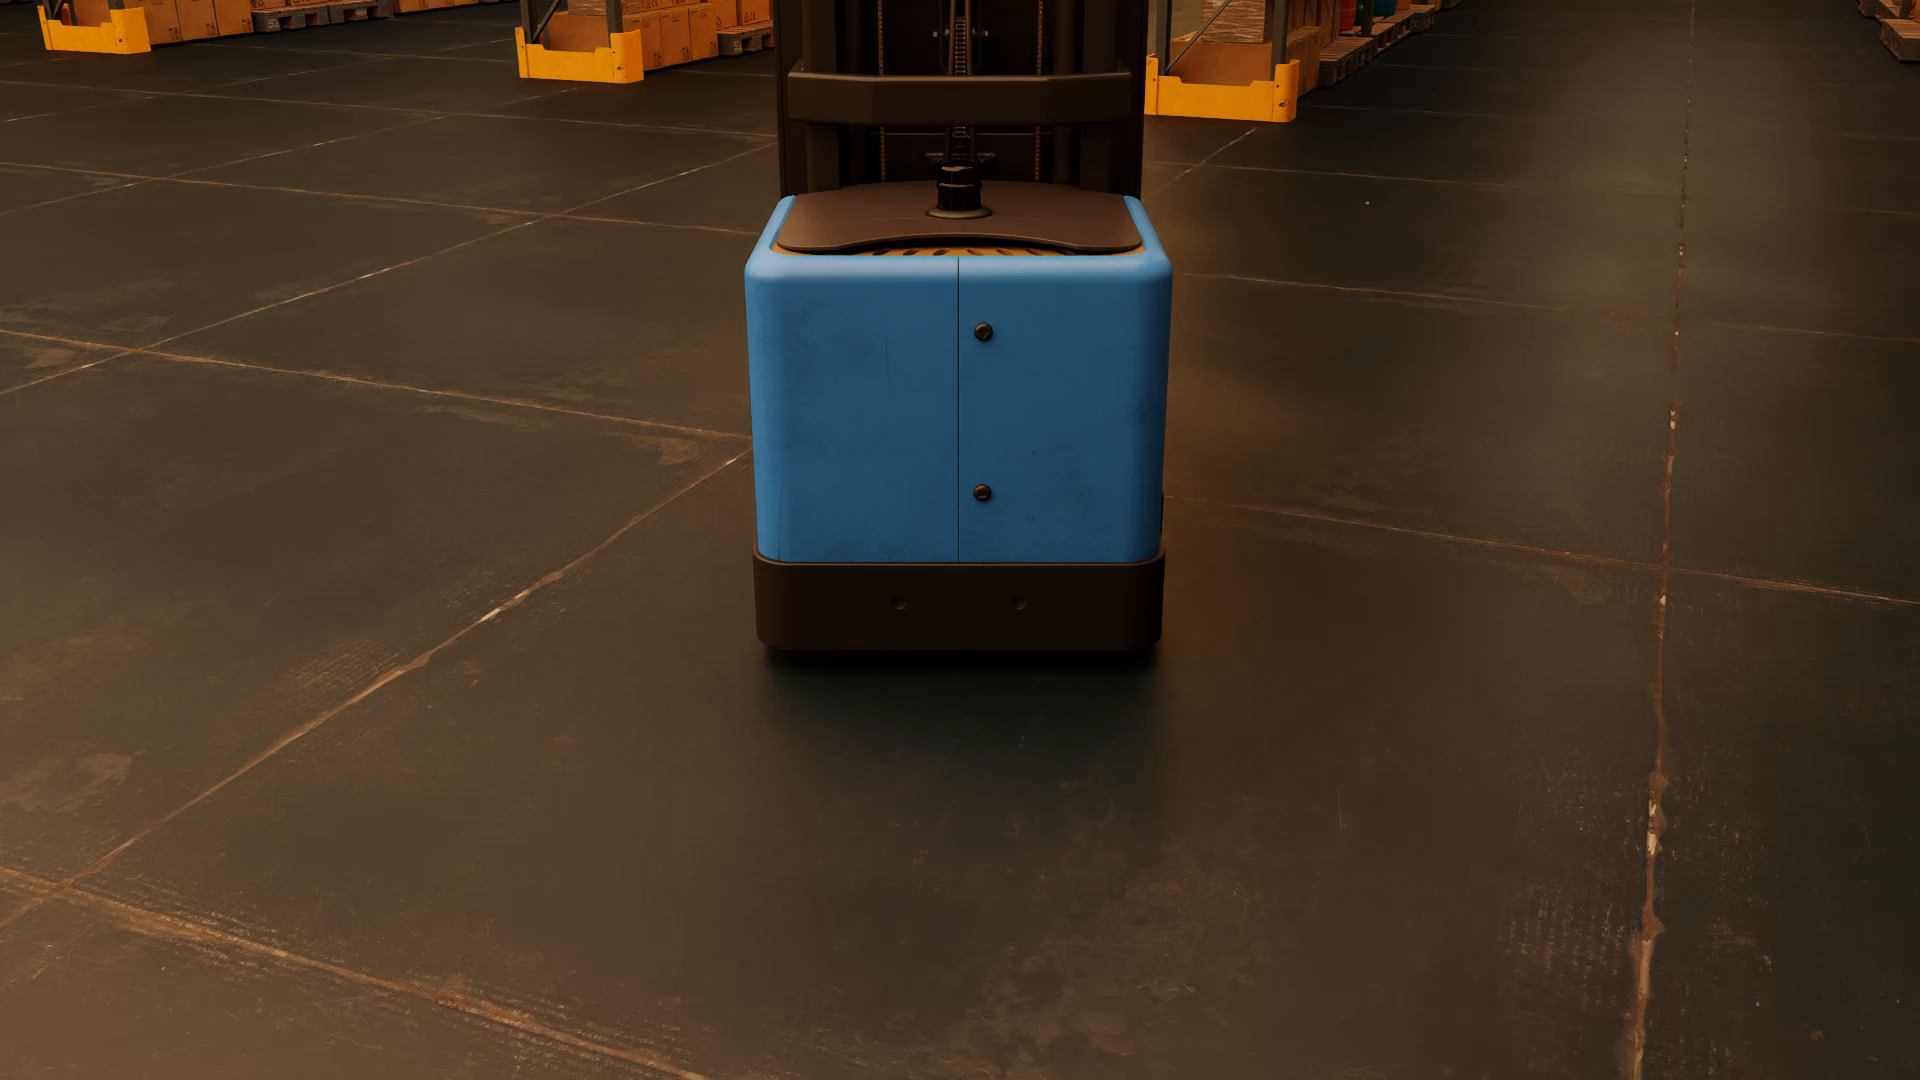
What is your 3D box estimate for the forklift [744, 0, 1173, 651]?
[{"bbox_3d":[0.002,-1.587,5.089,1.130,2.935,3.031,0,23,0],"label":"forklift"}]
